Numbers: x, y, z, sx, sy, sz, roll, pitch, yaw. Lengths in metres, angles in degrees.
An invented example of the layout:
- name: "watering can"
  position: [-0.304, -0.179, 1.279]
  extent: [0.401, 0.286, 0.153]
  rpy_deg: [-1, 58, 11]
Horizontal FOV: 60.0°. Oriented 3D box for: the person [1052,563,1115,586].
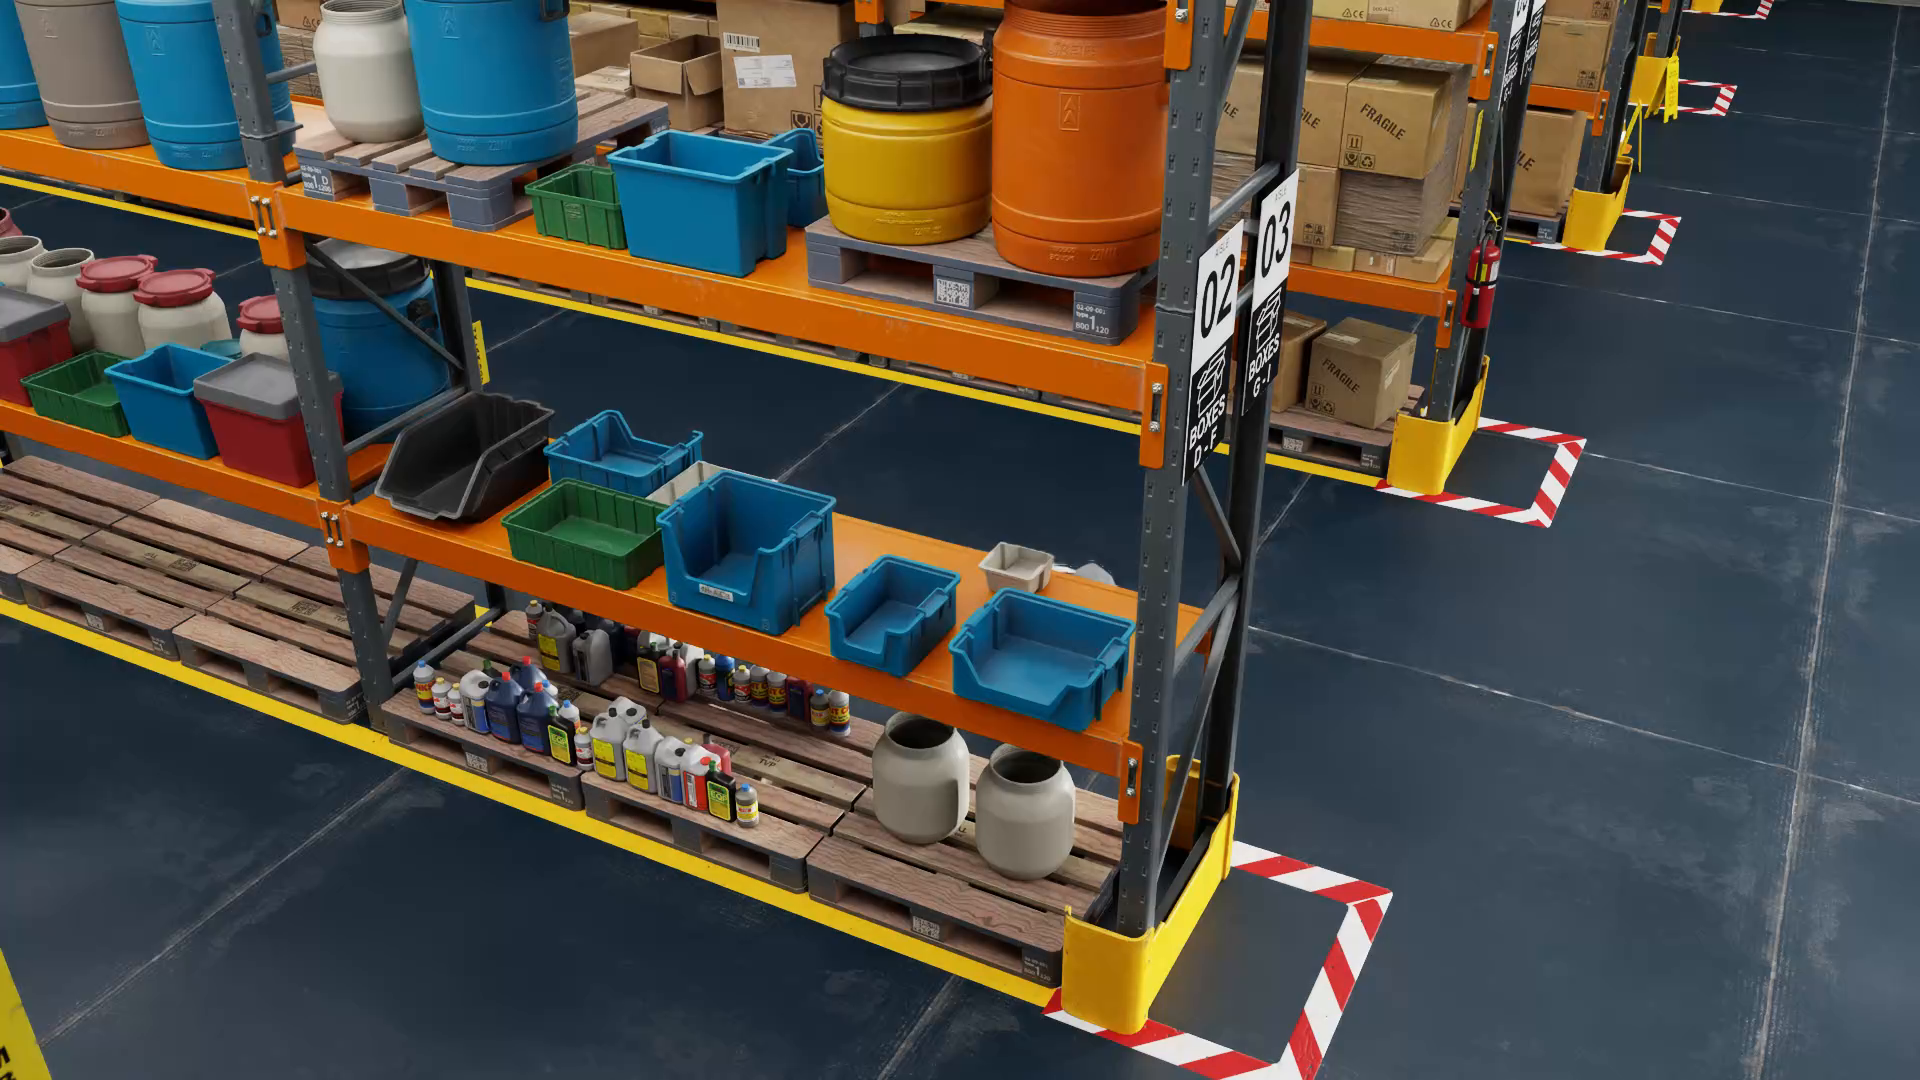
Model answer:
- name: "person"
  position: [0.391, 0.443, 8.291]
  extent: [0.473, 0.900, 0.854]
  rpy_deg: [-26, 39, -37]
